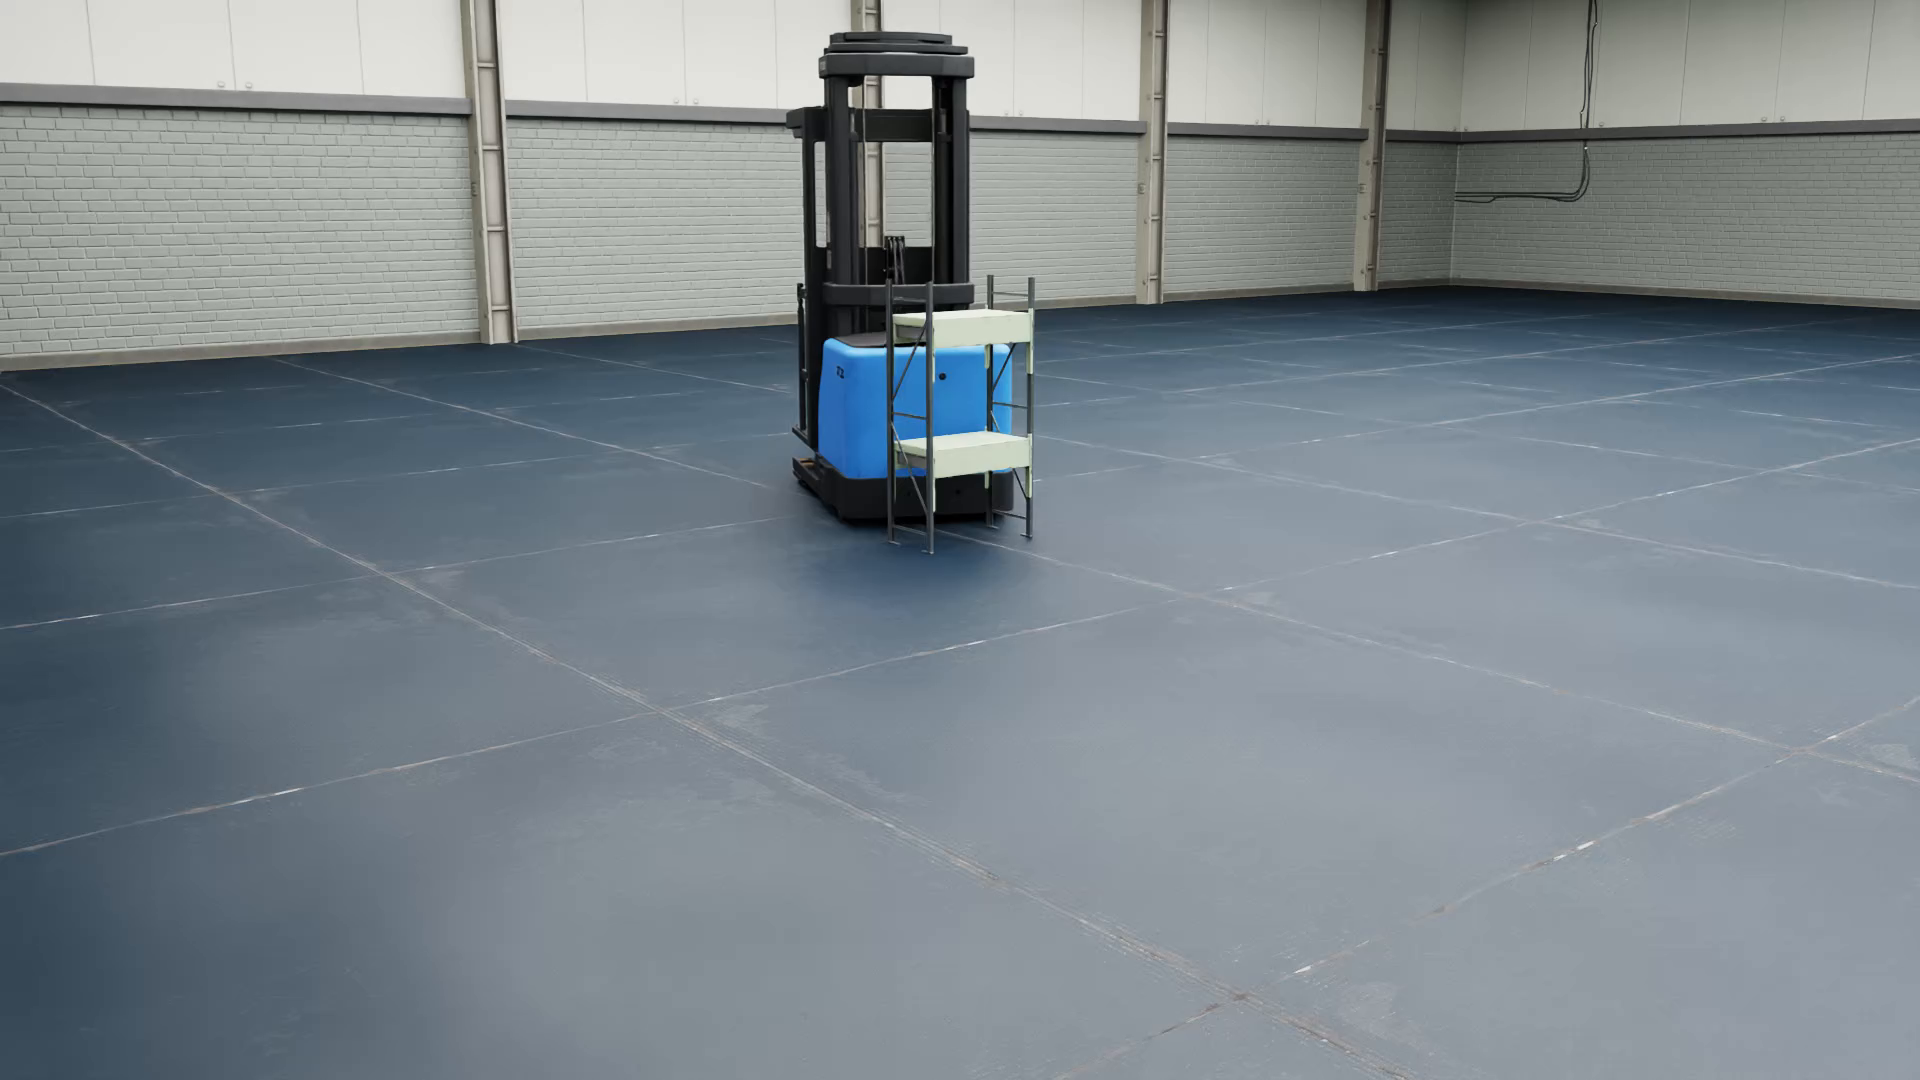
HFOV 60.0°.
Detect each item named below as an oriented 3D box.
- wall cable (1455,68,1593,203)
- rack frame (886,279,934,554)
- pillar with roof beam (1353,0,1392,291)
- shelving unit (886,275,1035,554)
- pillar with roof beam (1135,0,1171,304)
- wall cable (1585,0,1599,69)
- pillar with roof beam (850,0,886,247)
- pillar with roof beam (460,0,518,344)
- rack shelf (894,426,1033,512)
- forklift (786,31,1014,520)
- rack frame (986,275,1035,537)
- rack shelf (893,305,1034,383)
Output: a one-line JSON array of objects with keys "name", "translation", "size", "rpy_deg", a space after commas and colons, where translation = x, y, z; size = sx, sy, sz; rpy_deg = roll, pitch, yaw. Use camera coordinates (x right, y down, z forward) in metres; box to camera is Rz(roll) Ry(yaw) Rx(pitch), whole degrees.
[{"name": "wall cable", "translation": [11.128, -7.981, 33.024], "size": [0.112, 2.526, 3.097], "rpy_deg": [-9, 15, -38]}, {"name": "rack frame", "translation": [-0.281, -0.687, 9.253], "size": [0.023, 1.500, 0.400], "rpy_deg": [-9, 15, -38]}, {"name": "pillar with roof beam", "translation": [10.691, -8.634, 28.623], "size": [0.400, 9.000, 9.100], "rpy_deg": [-9, 15, -38]}, {"name": "shelving unit", "translation": [0.005, -0.735, 9.477], "size": [0.755, 1.500, 0.431], "rpy_deg": [-9, 15, -38]}, {"name": "pillar with roof beam", "translation": [6.006, -7.855, 24.957], "size": [0.400, 9.000, 9.100], "rpy_deg": [-9, 15, -38]}, {"name": "wall cable", "translation": [12.818, -10.012, 30.433], "size": [0.112, 2.526, 3.097], "rpy_deg": [-9, 15, -38]}, {"name": "pillar with roof beam", "translation": [1.321, -7.077, 21.290], "size": [0.400, 9.000, 9.100], "rpy_deg": [-9, 15, -38]}, {"name": "pillar with roof beam", "translation": [-3.364, -6.298, 17.624], "size": [0.400, 9.000, 9.100], "rpy_deg": [-9, 15, -38]}, {"name": "rack shelf", "translation": [0.005, -0.416, 9.545], "size": [0.720, 0.370, 0.431], "rpy_deg": [-9, 15, -38]}, {"name": "forklift", "translation": [-0.537, -1.815, 11.122], "size": [1.130, 2.935, 3.031], "rpy_deg": [-3, 12, -14]}, {"name": "rack frame", "translation": [0.291, -0.782, 9.701], "size": [0.023, 1.500, 0.400], "rpy_deg": [-9, 15, -38]}, {"name": "rack shelf", "translation": [0.005, -1.116, 9.396], "size": [0.720, 0.370, 0.431], "rpy_deg": [-9, 15, -38]}]
